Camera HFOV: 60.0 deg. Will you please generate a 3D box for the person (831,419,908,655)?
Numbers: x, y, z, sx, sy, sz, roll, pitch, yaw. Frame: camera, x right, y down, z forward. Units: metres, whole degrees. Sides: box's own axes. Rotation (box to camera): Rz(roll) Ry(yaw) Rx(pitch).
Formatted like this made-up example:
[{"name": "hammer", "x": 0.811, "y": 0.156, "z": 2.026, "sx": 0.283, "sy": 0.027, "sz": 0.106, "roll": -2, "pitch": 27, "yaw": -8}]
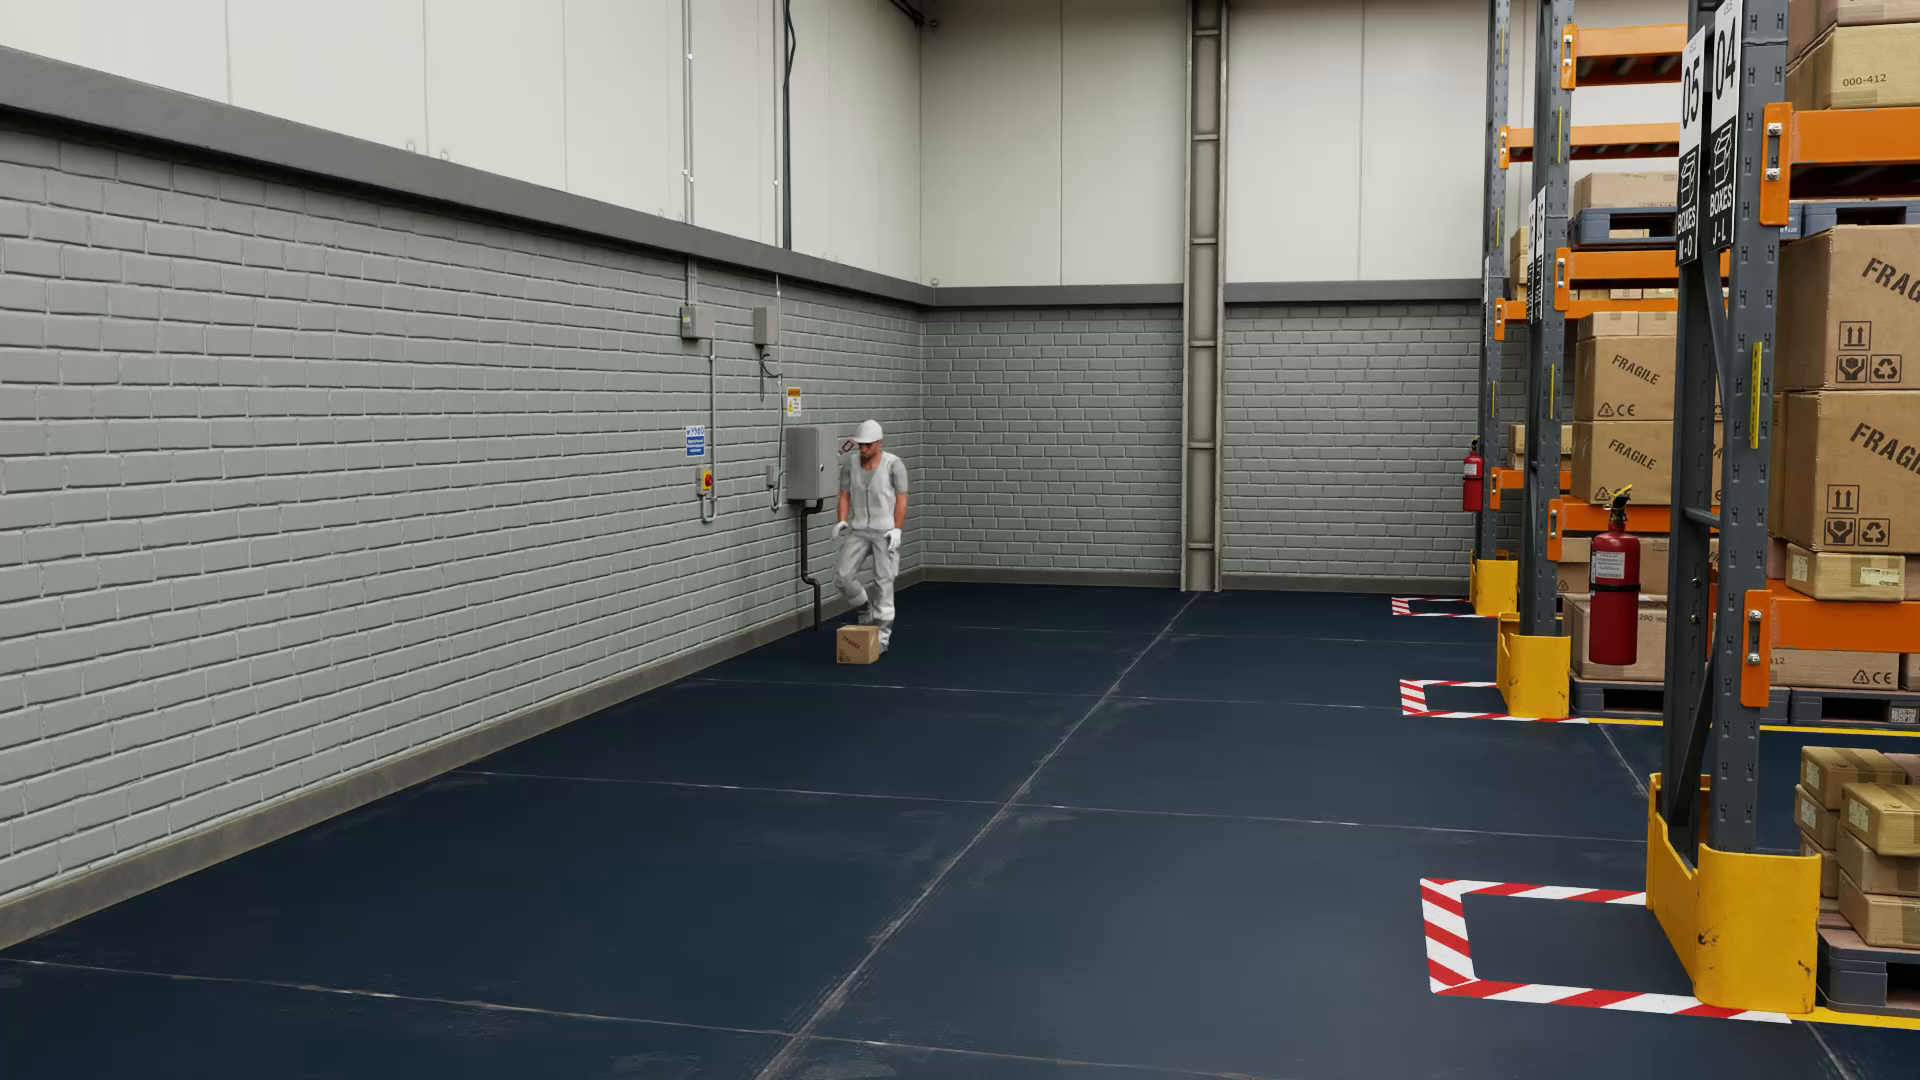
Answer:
[{"name": "person", "x": -0.677, "y": -0.026, "z": 12.614, "sx": 0.544, "sy": 1.775, "sz": 0.589, "roll": 2, "pitch": 5, "yaw": 20}]
